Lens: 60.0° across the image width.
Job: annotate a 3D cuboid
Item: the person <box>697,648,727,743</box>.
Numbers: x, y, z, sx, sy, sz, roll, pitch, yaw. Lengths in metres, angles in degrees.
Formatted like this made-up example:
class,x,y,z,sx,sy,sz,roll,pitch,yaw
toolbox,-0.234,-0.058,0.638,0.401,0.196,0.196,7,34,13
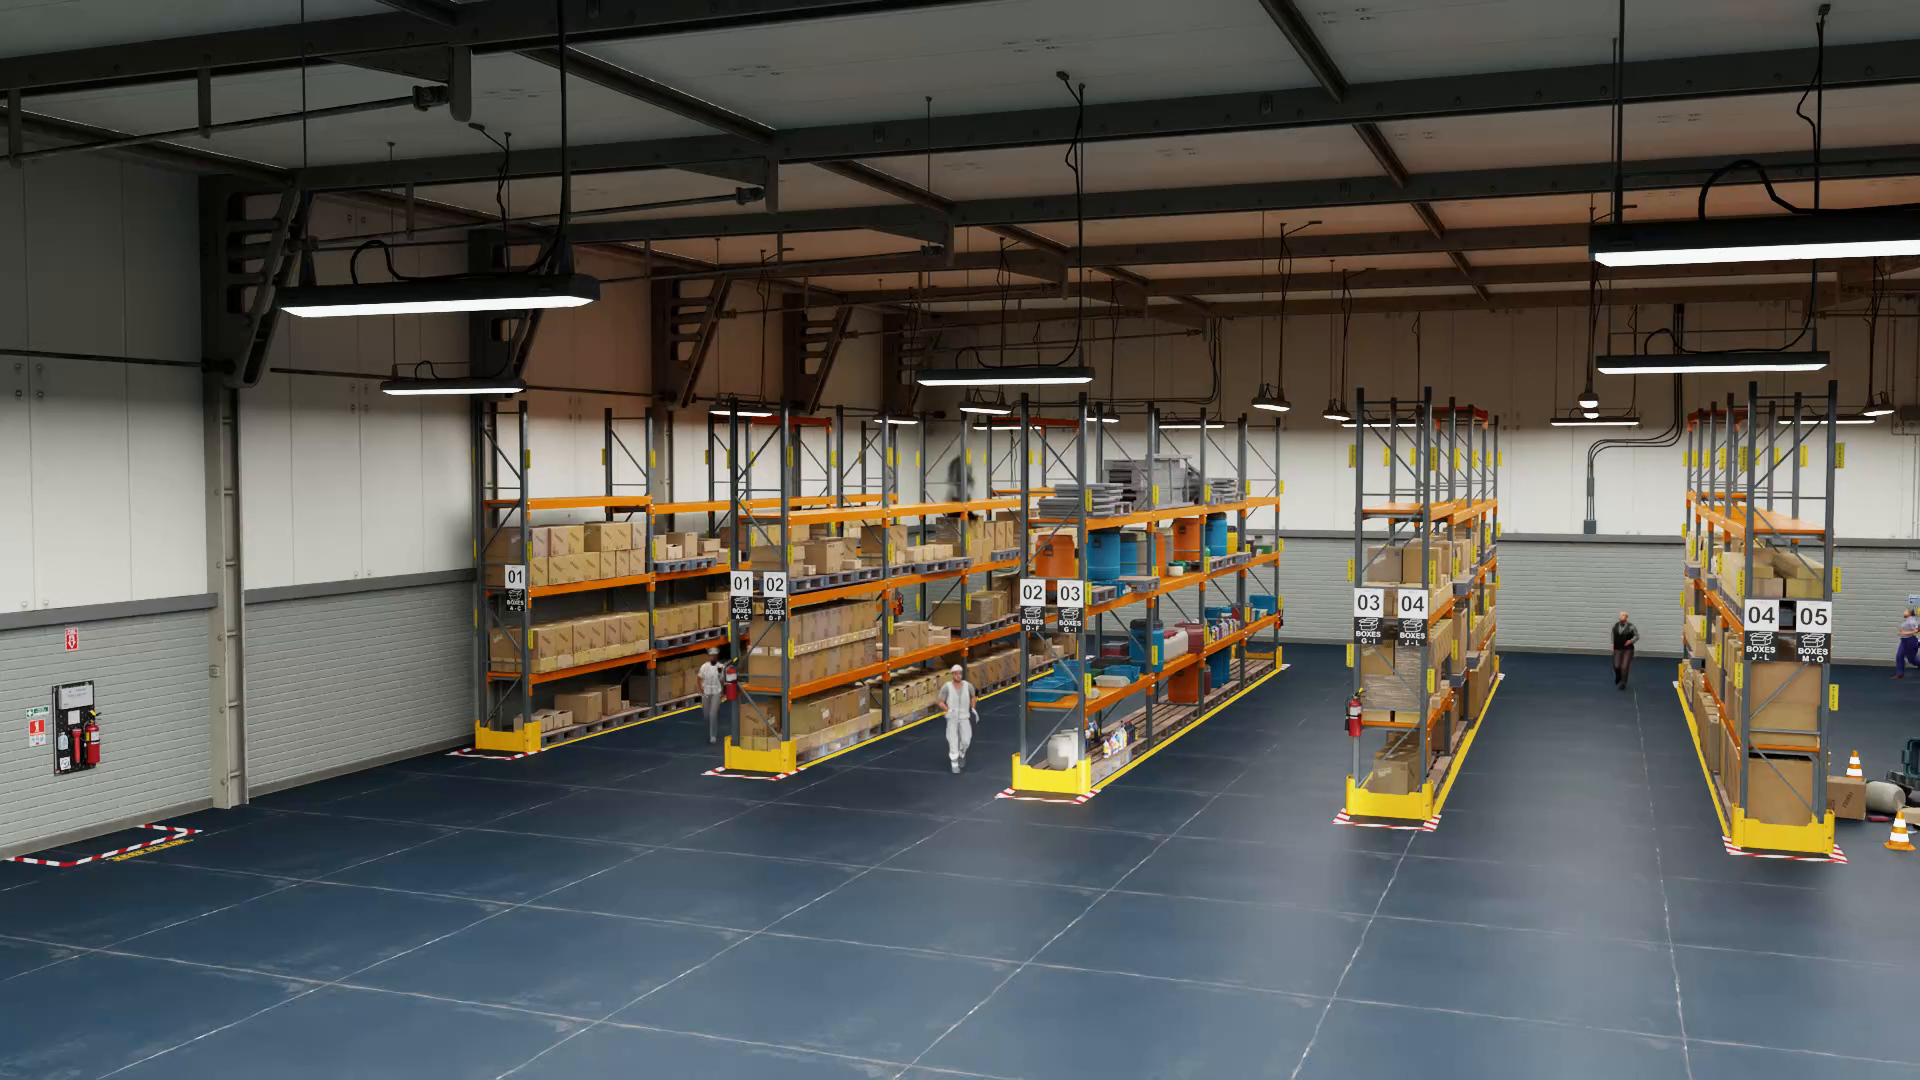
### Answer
class,x,y,z,sx,sy,sz,roll,pitch,yaw
person,-4.392,2.741,29.573,0.576,1.682,0.601,0,3,-3

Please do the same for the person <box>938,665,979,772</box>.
class,x,y,z,sx,sy,sz,roll,pitch,yaw
person,-0.010,2.842,26.387,0.661,1.735,0.642,-1,3,-10

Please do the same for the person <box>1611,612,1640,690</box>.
class,x,y,z,sx,sy,sz,roll,pitch,yaw
person,14.425,2.405,36.156,0.651,1.693,0.607,2,4,38

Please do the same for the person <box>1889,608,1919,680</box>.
class,x,y,z,sx,sy,sz,roll,pitch,yaw
person,21.505,2.362,37.600,0.832,1.662,0.596,0,3,8
